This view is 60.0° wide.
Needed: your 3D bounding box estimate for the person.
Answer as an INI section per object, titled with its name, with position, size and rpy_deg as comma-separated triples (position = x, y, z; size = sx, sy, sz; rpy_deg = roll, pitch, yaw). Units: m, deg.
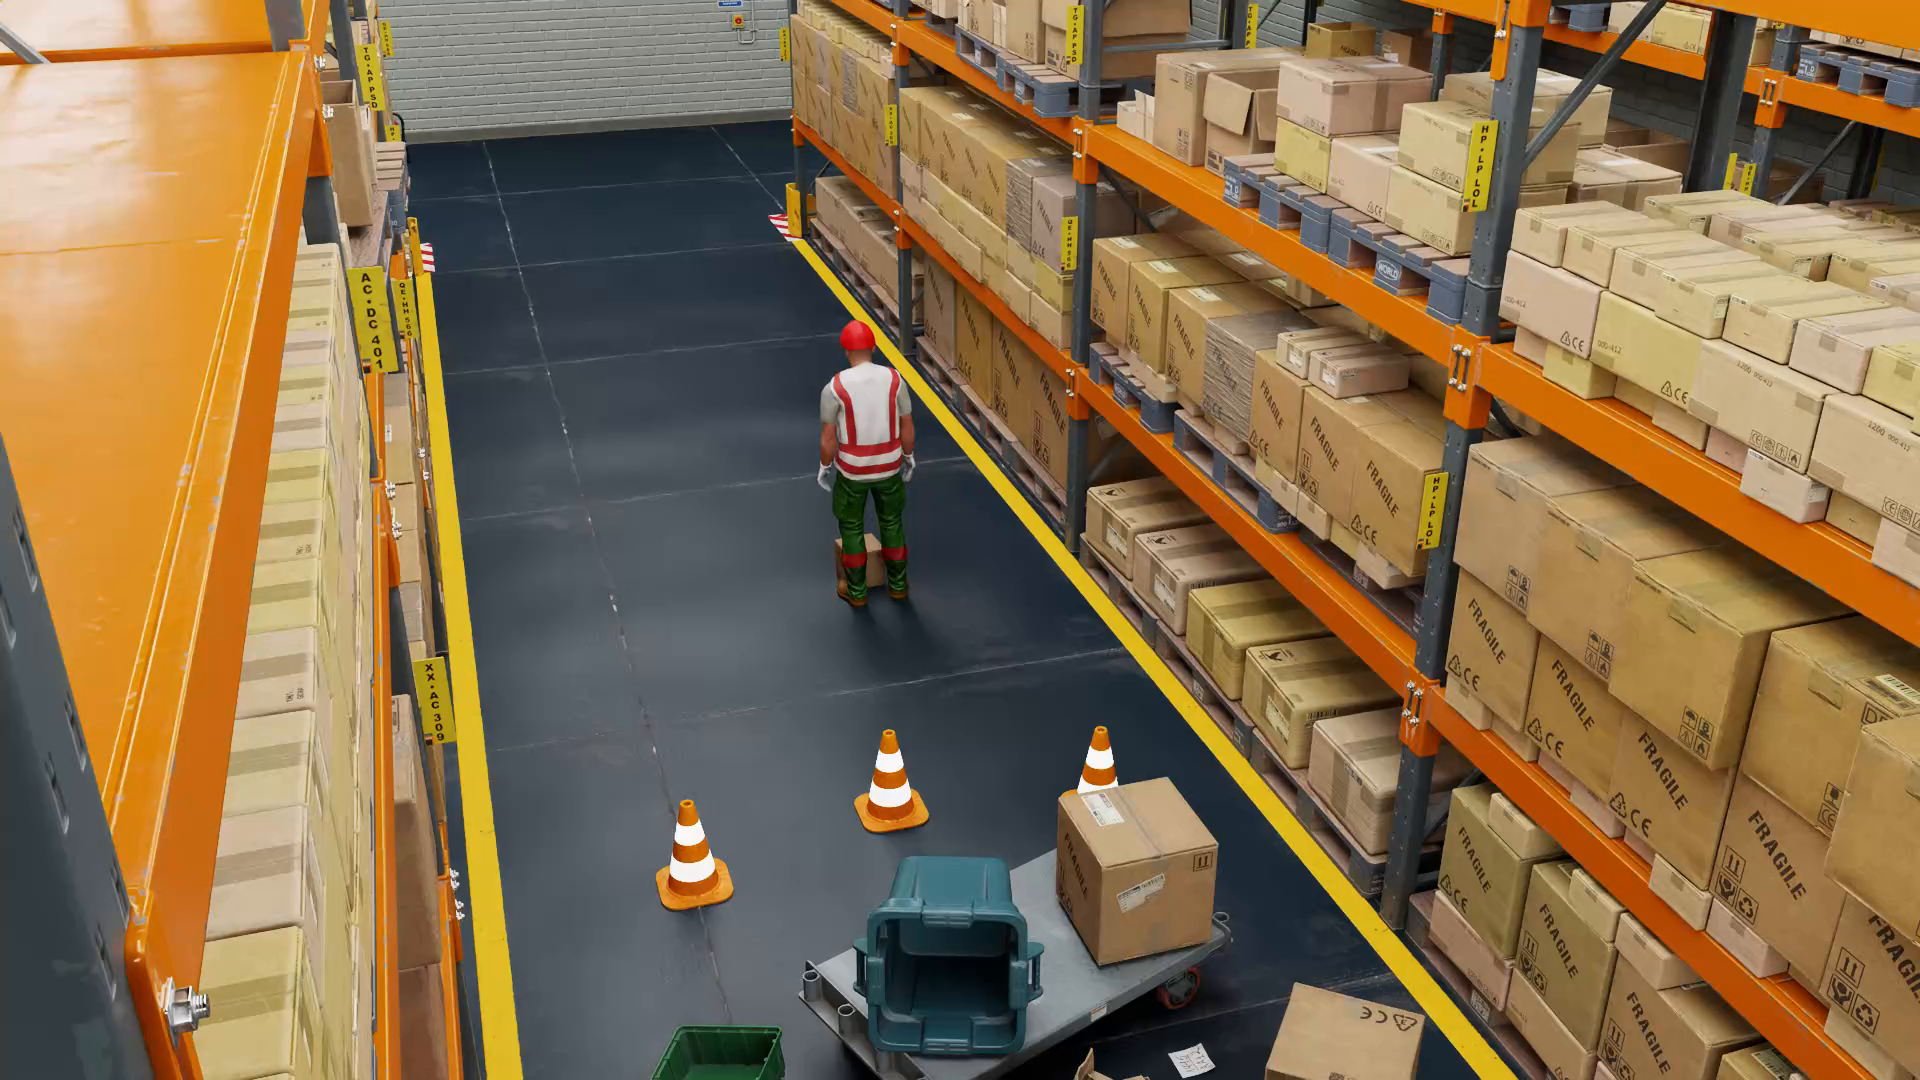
[person]
position = -0.558, -0.450, 10.017
size = 0.608, 1.777, 0.449
rpy_deg = -8, 27, -16
